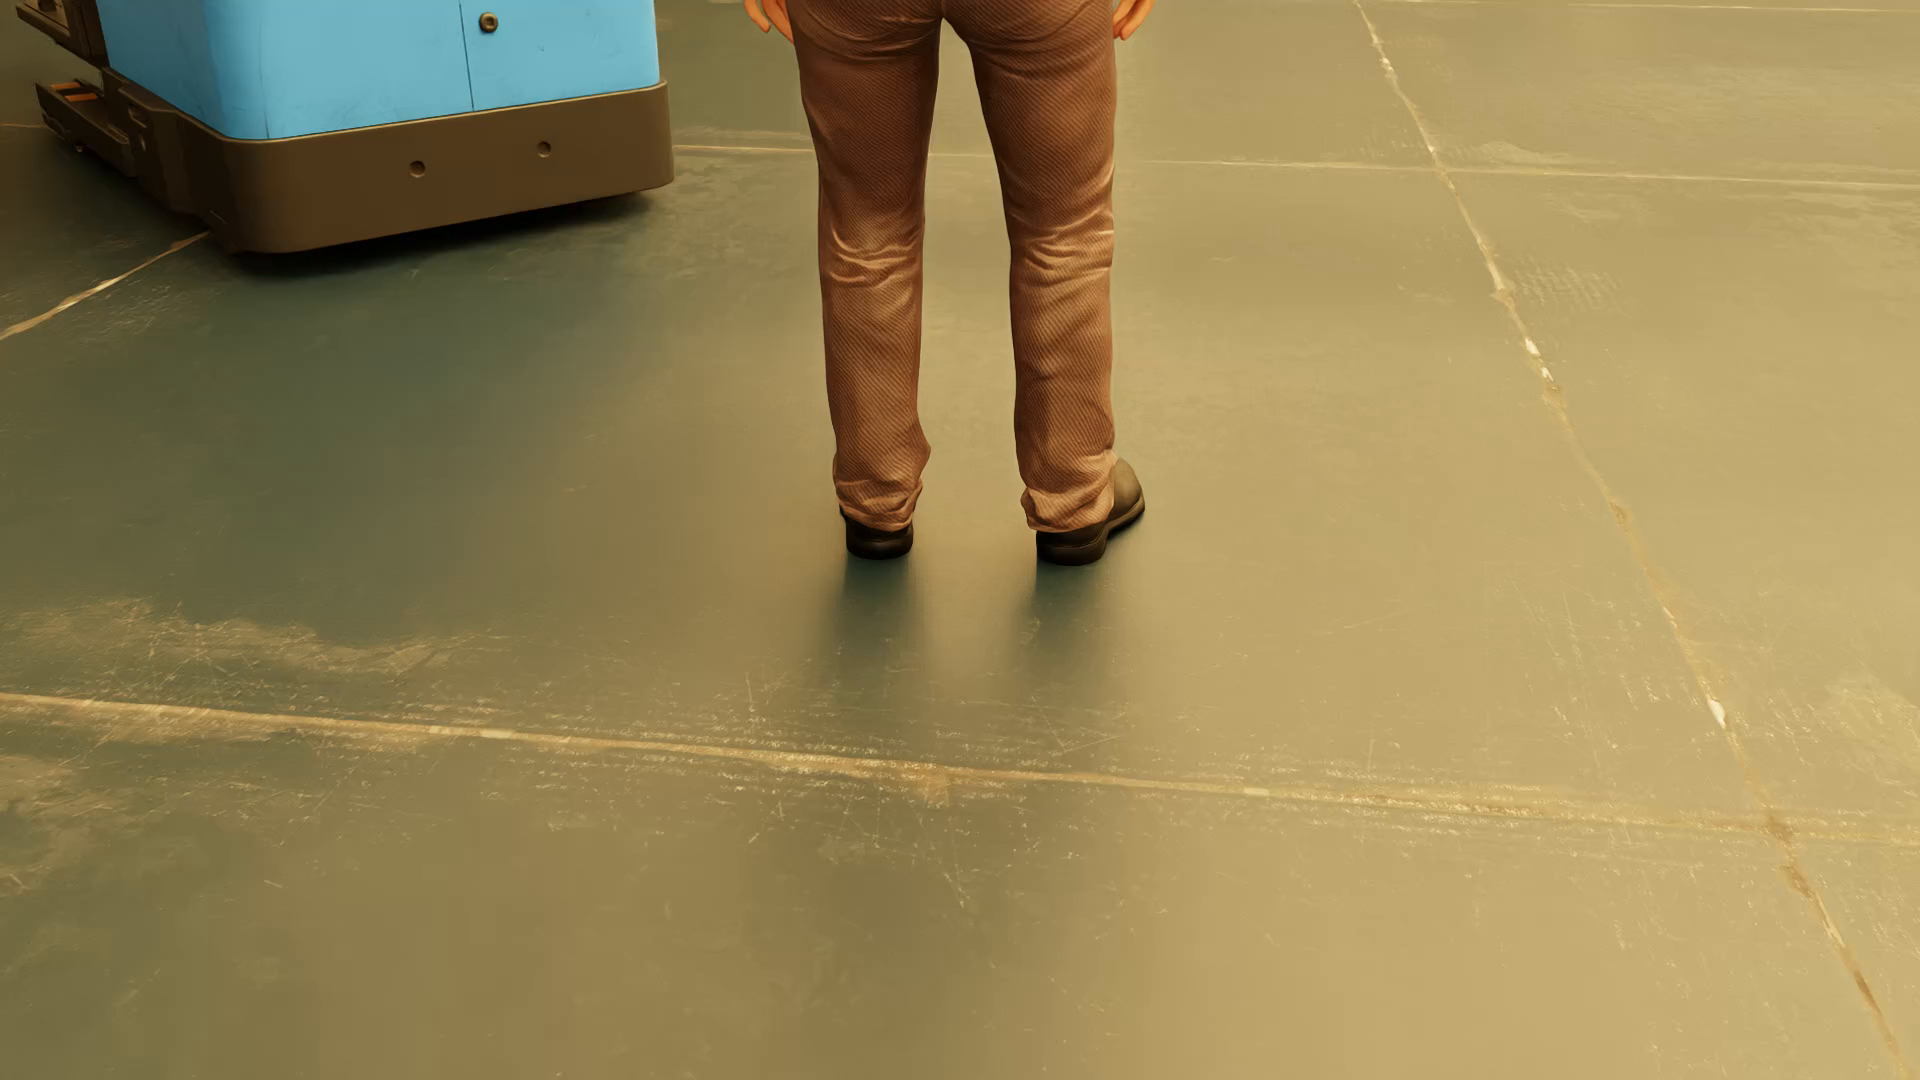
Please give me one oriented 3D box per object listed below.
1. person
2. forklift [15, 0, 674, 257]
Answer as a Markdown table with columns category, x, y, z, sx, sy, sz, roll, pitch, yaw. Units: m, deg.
| category | x | y | z | sx | sy | sz | roll | pitch | yaw |
| --- | --- | --- | --- | --- | --- | --- | --- | --- | --- |
| person | -0.015 | -0.773 | 2.123 | 0.589 | 1.720 | 0.424 | 2 | 27 | 4 |
| forklift | -2.011 | -2.520 | 4.268 | 1.130 | 2.935 | 3.031 | -19 | 32 | -33 |
